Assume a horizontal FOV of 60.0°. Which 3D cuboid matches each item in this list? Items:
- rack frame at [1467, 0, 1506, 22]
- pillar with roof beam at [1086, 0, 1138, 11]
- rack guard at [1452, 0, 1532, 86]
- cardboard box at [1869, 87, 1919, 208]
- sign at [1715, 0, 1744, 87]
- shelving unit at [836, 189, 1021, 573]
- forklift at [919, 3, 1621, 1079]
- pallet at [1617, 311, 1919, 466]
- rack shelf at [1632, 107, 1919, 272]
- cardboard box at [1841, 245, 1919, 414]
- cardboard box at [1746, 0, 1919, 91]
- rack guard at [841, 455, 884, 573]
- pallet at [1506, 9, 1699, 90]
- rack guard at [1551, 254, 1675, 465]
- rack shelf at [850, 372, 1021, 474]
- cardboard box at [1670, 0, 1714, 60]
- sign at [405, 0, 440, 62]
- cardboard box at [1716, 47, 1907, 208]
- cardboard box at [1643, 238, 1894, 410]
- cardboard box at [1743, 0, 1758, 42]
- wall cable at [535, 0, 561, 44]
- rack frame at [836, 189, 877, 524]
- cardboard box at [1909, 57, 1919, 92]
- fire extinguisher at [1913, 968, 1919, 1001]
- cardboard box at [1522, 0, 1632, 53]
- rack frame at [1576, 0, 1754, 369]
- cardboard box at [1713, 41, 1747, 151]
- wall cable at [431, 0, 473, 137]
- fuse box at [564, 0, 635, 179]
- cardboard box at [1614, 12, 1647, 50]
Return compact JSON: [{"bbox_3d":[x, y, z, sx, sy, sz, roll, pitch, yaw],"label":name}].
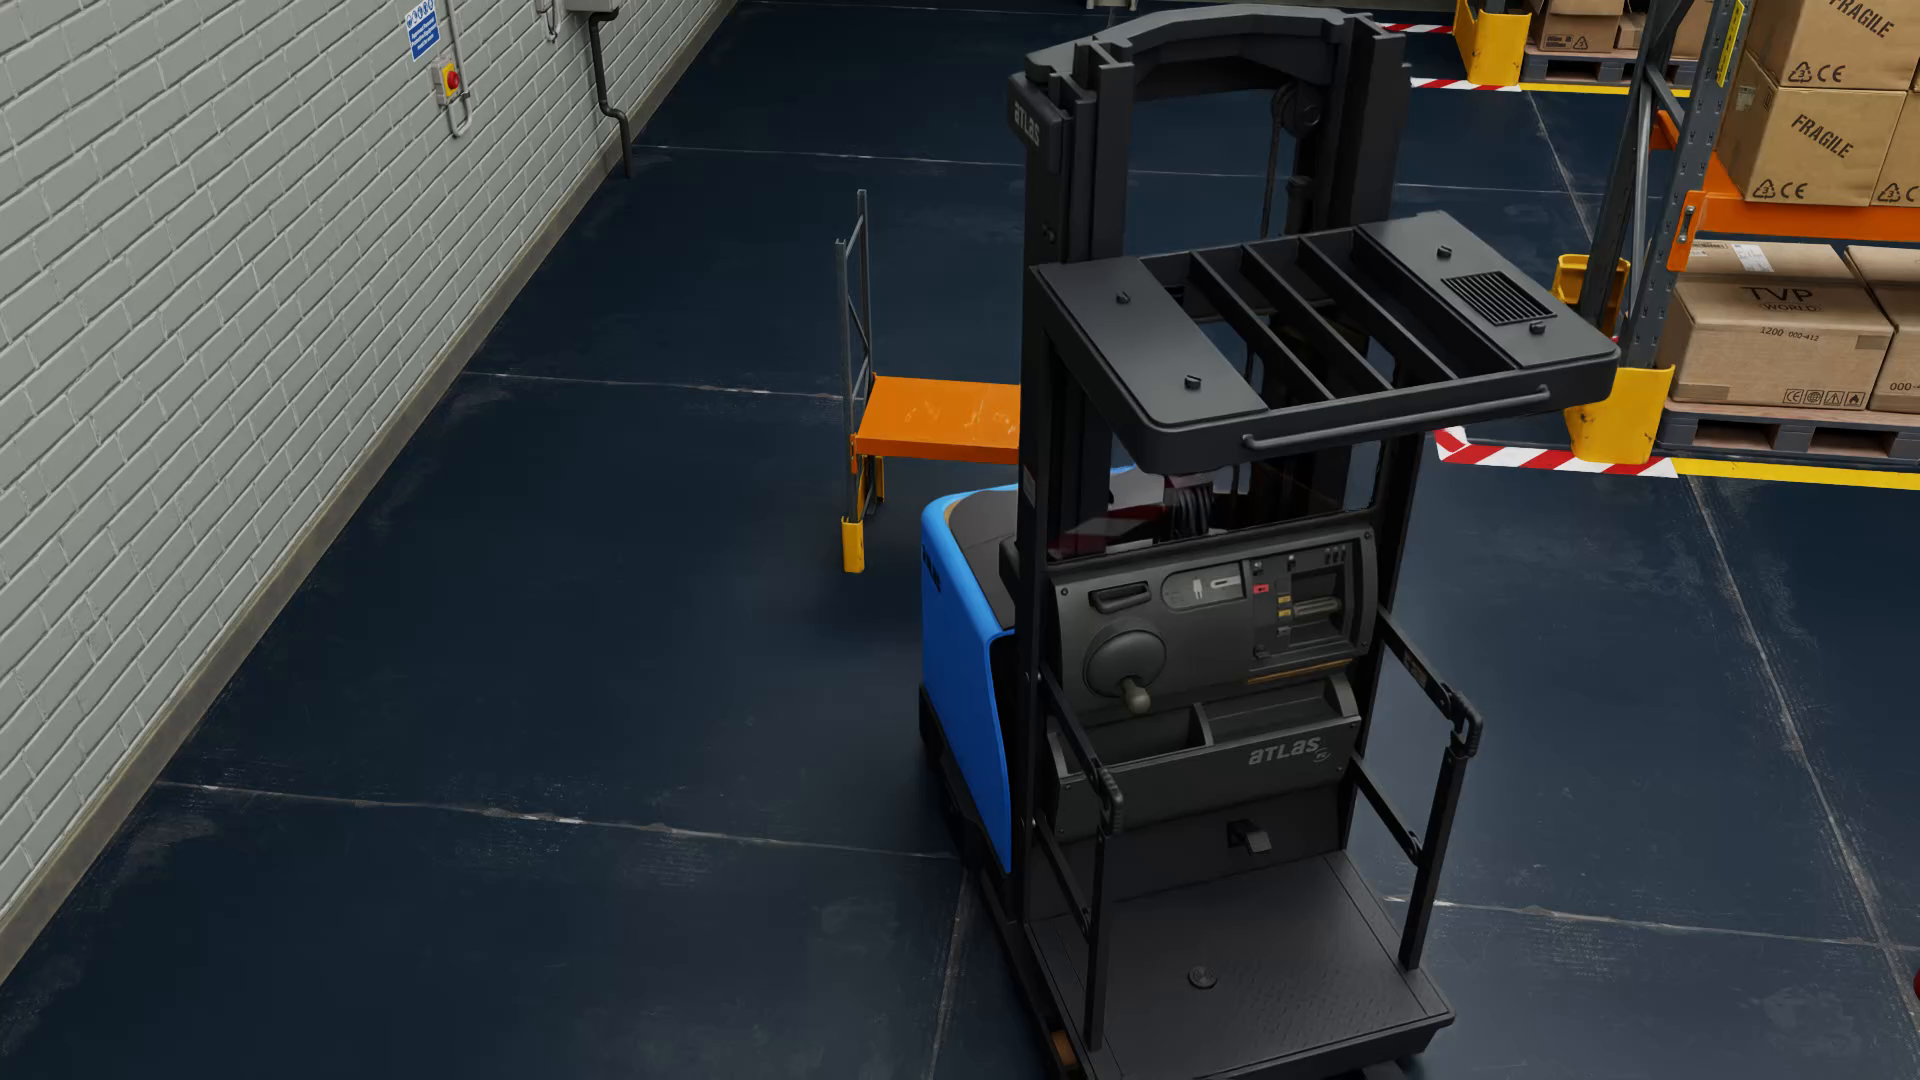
[{"bbox_3d":[3.771,-4.773,11.356,0.127,3.000,1.000,4,36,6],"label":"rack frame"},{"bbox_3d":[0.663,-5.453,7.145,0.400,9.000,9.100,4,36,6],"label":"pillar with roof beam"},{"bbox_3d":[3.847,-3.750,12.074,0.348,0.500,1.175,4,36,6],"label":"rack guard"},{"bbox_3d":[4.087,-1.731,7.008,0.500,0.500,0.500,4,36,5],"label":"cardboard box"},{"bbox_3d":[3.066,-1.978,6.626,0.005,0.325,0.100,4,36,6],"label":"sign"},{"bbox_3d":[0.076,-0.605,6.806,1.083,1.500,0.587,4,36,6],"label":"shelving unit"},{"bbox_3d":[0.765,0.279,4.336,1.130,2.935,3.031,-10,37,-14],"label":"forklift"},{"bbox_3d":[3.946,-0.764,8.138,1.213,0.211,1.003,4,36,6],"label":"pallet"},{"bbox_3d":[5.126,-1.472,7.350,4.000,0.370,1.077,4,36,6],"label":"rack shelf"},{"bbox_3d":[4.719,-0.987,7.895,0.875,0.438,0.875,5,36,7],"label":"cardboard box"},{"bbox_3d":[3.582,-2.161,6.749,0.500,0.500,0.500,4,36,5],"label":"cardboard box"},{"bbox_3d":[-0.418,-0.133,7.221,0.087,0.250,0.587,4,36,6],"label":"rack guard"},{"bbox_3d":[4.637,-3.574,12.076,1.213,0.211,1.003,4,36,6],"label":"pallet"},{"bbox_3d":[3.119,-0.897,8.077,0.348,0.500,1.175,4,36,6],"label":"rack guard"},{"bbox_3d":[0.085,-0.458,6.910,1.000,0.185,0.538,4,36,6],"label":"rack shelf"},{"bbox_3d":[5.209,-3.741,11.700,0.500,0.500,0.700,6,36,8],"label":"cardboard box"},{"bbox_3d":[-2.520,-2.403,7.803,0.001,0.218,0.327,4,36,6],"label":"sign"},{"bbox_3d":[3.582,-1.753,7.037,0.500,0.500,0.500,4,36,6],"label":"cardboard box"},{"bbox_3d":[3.810,-1.050,7.983,0.875,0.438,0.875,3,36,4],"label":"cardboard box"},{"bbox_3d":[3.651,-2.462,7.171,0.500,0.500,0.500,5,36,8],"label":"cardboard box"},{"bbox_3d":[-2.284,-3.548,8.765,0.122,1.984,0.588,4,36,6],"label":"wall cable"},{"bbox_3d":[-0.420,-0.642,6.858,0.032,1.500,0.500,4,36,6],"label":"rack frame"},{"bbox_3d":[4.096,-2.127,6.701,0.500,0.500,0.500,3,36,5],"label":"cardboard box"},{"bbox_3d":[2.421,0.846,3.871,0.183,0.674,0.296,4,36,6],"label":"fire extinguisher"},{"bbox_3d":[4.366,-3.828,11.819,0.637,0.503,0.797,3,36,4],"label":"cardboard box"},{"bbox_3d":[3.143,-1.913,7.348,0.127,3.000,1.000,4,36,6],"label":"rack frame"},{"bbox_3d":[3.655,-2.070,7.483,0.500,0.500,0.500,4,36,6],"label":"cardboard box"},{"bbox_3d":[-2.453,-2.743,7.610,0.123,1.953,0.585,4,36,6],"label":"wall cable"},{"bbox_3d":[-2.041,-2.992,9.969,0.414,1.711,0.539,4,36,6],"label":"fuse box"},{"bbox_3d":[4.782,-3.630,11.847,0.250,0.149,0.380,3,36,4],"label":"cardboard box"}]
